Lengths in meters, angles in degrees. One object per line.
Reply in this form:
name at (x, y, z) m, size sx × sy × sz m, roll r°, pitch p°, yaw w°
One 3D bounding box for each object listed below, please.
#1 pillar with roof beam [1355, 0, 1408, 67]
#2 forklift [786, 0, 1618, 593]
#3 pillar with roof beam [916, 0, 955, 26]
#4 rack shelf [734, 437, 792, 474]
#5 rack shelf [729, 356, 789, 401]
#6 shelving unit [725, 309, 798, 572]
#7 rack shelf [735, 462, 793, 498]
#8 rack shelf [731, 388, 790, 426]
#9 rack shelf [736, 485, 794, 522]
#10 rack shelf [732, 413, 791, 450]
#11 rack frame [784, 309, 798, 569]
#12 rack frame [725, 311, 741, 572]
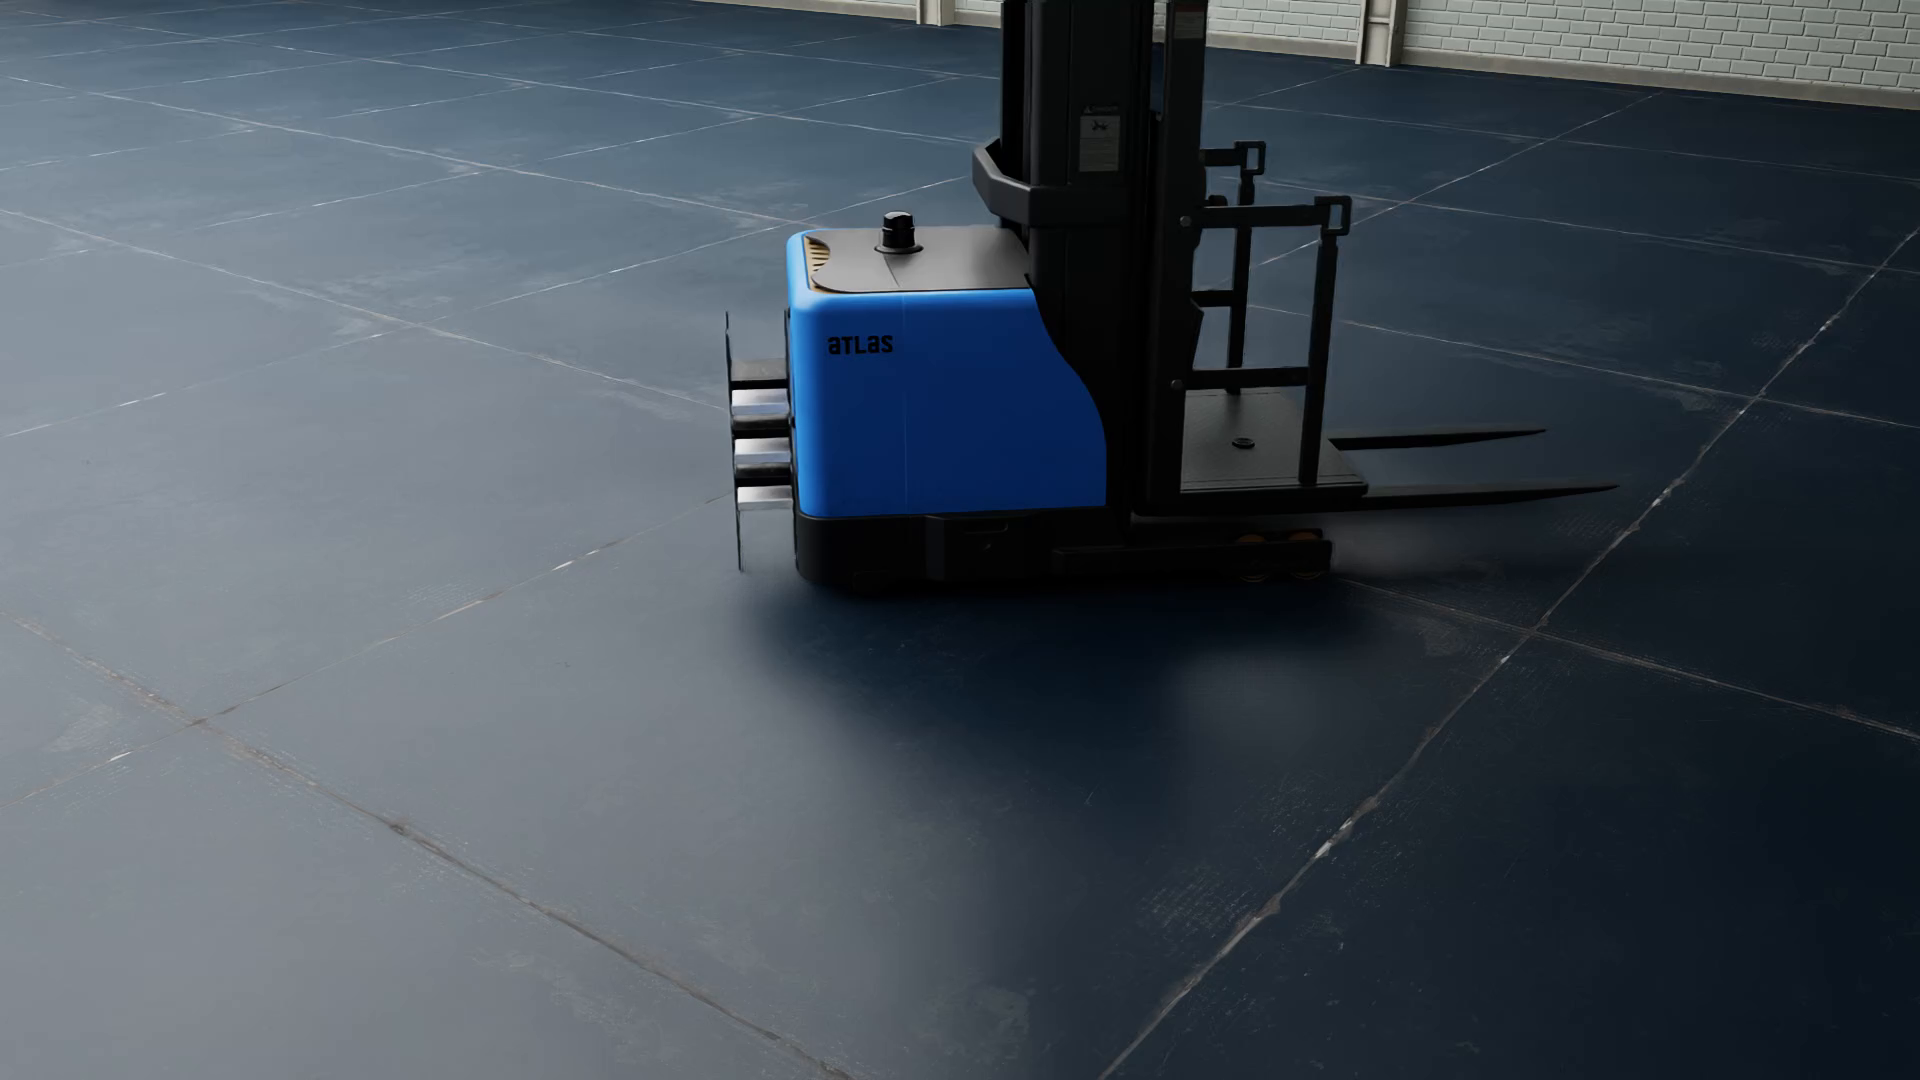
pillar with roof beam at (1.913, -7.849, 12.903) m, size 0.400 × 9.000 × 9.100 m, roll 17°, pitch 29°, yaw 33°
forklift at (0.894, -1.400, 5.793) m, size 3.031 × 2.935 × 1.130 m, roll -3°, pitch 24°, yaw -6°
pillar with roof beam at (-2.888, -9.300, 16.196) m, size 0.400 × 9.000 × 9.100 m, roll 17°, pitch 29°, yaw 33°
rack shelf at (-0.705, -0.319, 5.941) m, size 0.200 × 0.077 × 0.258 m, roll -3°, pitch 24°, yaw -6°
rack shelf at (-0.705, -0.566, 5.832) m, size 0.200 × 0.077 × 0.258 m, roll -3°, pitch 24°, yaw -6°
shelving unit at (-0.705, -0.350, 5.928) m, size 0.210 × 0.900 × 0.258 m, roll -3°, pitch 24°, yaw -6°
rack shelf at (-0.705, -0.237, 5.978) m, size 0.200 × 0.077 × 0.258 m, roll -3°, pitch 24°, yaw -6°
rack shelf at (-0.705, -0.484, 5.869) m, size 0.200 × 0.077 × 0.258 m, roll -3°, pitch 24°, yaw -6°
rack shelf at (-0.705, -0.155, 6.014) m, size 0.200 × 0.077 × 0.258 m, roll -3°, pitch 24°, yaw -6°
rack shelf at (-0.705, -0.402, 5.905) m, size 0.200 × 0.077 × 0.258 m, roll -3°, pitch 24°, yaw -6°
rack frame at (-0.604, -0.355, 5.939) m, size 0.006 × 0.900 × 0.240 m, roll -3°, pitch 24°, yaw -6°
rack frame at (-0.806, -0.345, 5.917) m, size 0.006 × 0.900 × 0.240 m, roll -3°, pitch 24°, yaw -6°
